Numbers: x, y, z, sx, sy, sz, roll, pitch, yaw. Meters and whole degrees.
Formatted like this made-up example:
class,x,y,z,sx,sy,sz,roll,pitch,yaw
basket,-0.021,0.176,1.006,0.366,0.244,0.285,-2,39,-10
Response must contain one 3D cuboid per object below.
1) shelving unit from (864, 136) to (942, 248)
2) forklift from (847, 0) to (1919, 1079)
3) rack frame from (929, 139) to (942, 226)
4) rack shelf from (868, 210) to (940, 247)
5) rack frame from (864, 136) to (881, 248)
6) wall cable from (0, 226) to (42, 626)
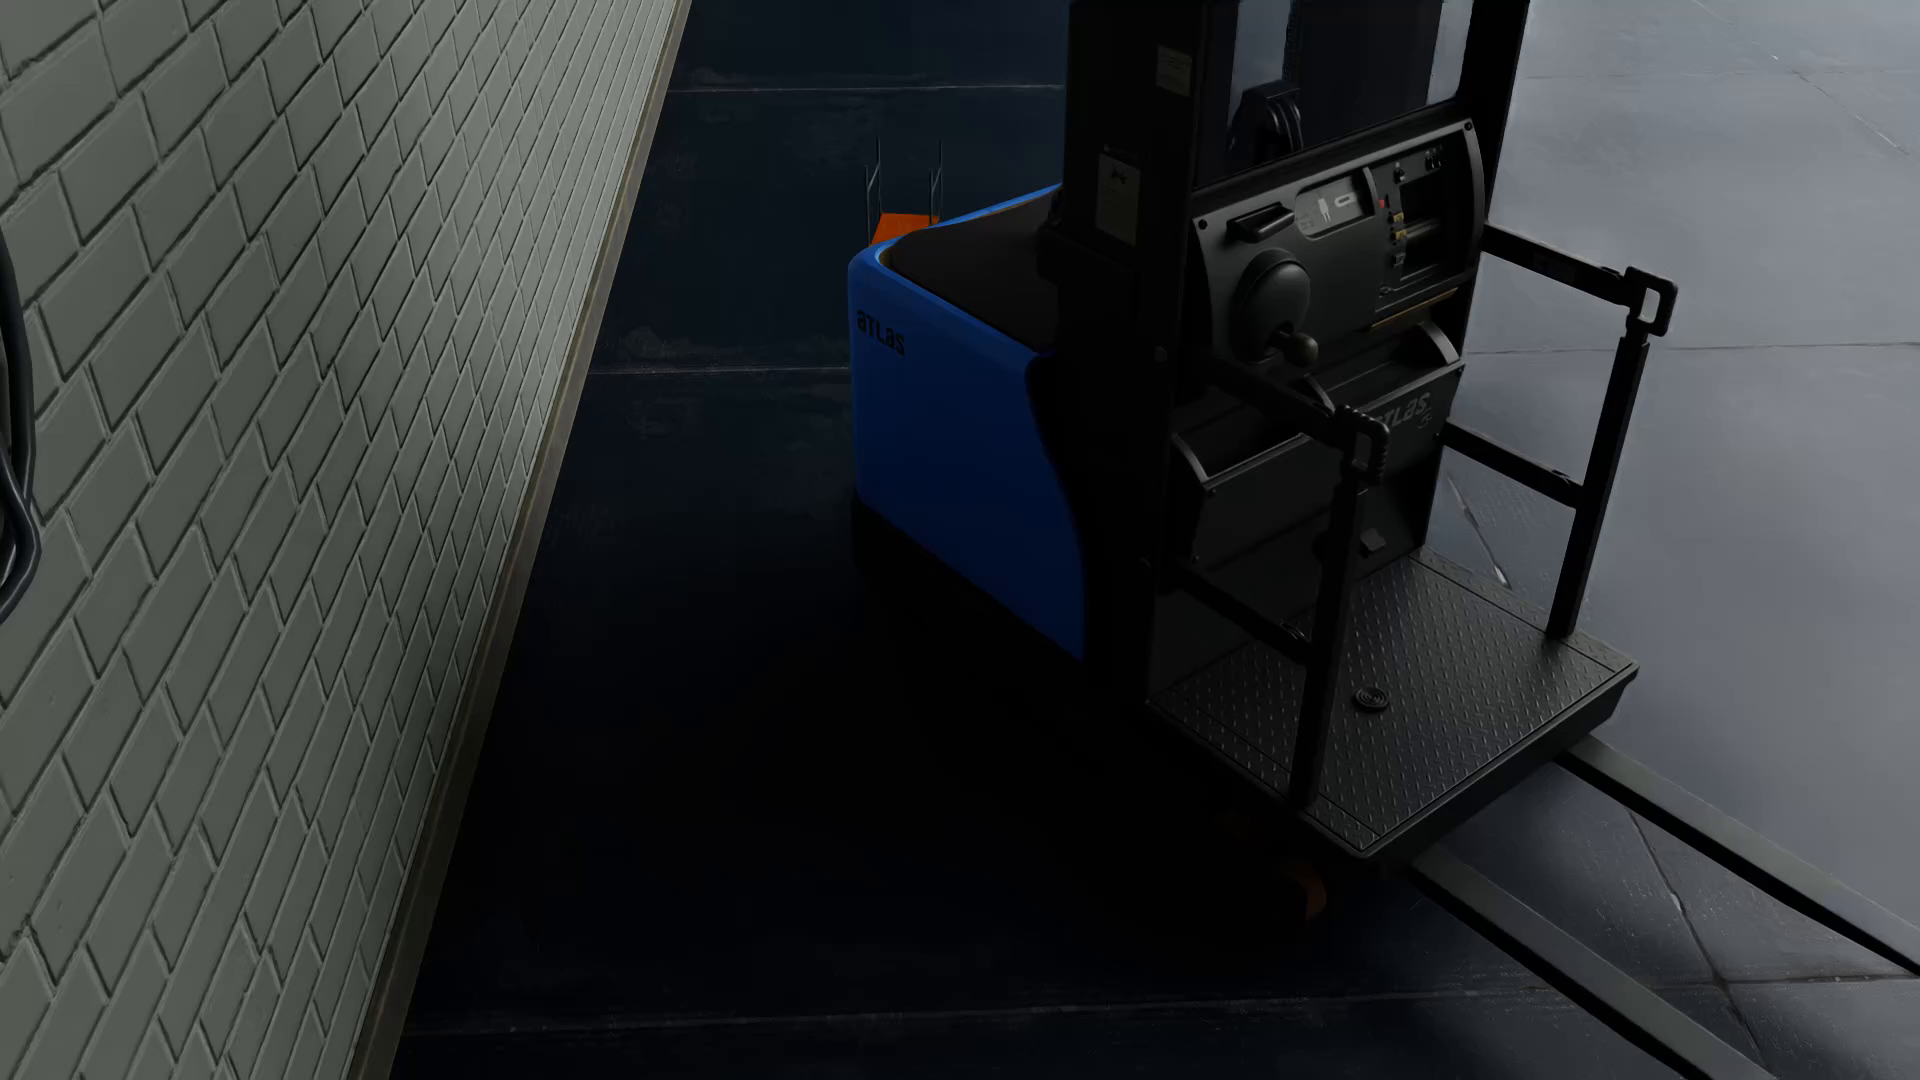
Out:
class,x,y,z,sx,sy,sz,roll,pitch,yaw
shelving unit,-0.160,-0.609,5.076,0.189,1.200,0.258,4,35,5
forklift,0.994,-0.617,3.566,1.130,2.935,3.031,-25,42,-31
rack frame,-0.069,-0.604,5.068,0.006,1.200,0.240,4,35,5
rack shelf,-0.160,-0.869,4.897,0.180,0.103,0.258,4,35,5
rack frame,-0.251,-0.615,5.084,0.006,1.200,0.240,4,35,5
wall cable,-1.115,-0.200,0.360,0.112,2.526,3.097,-2,35,-2
